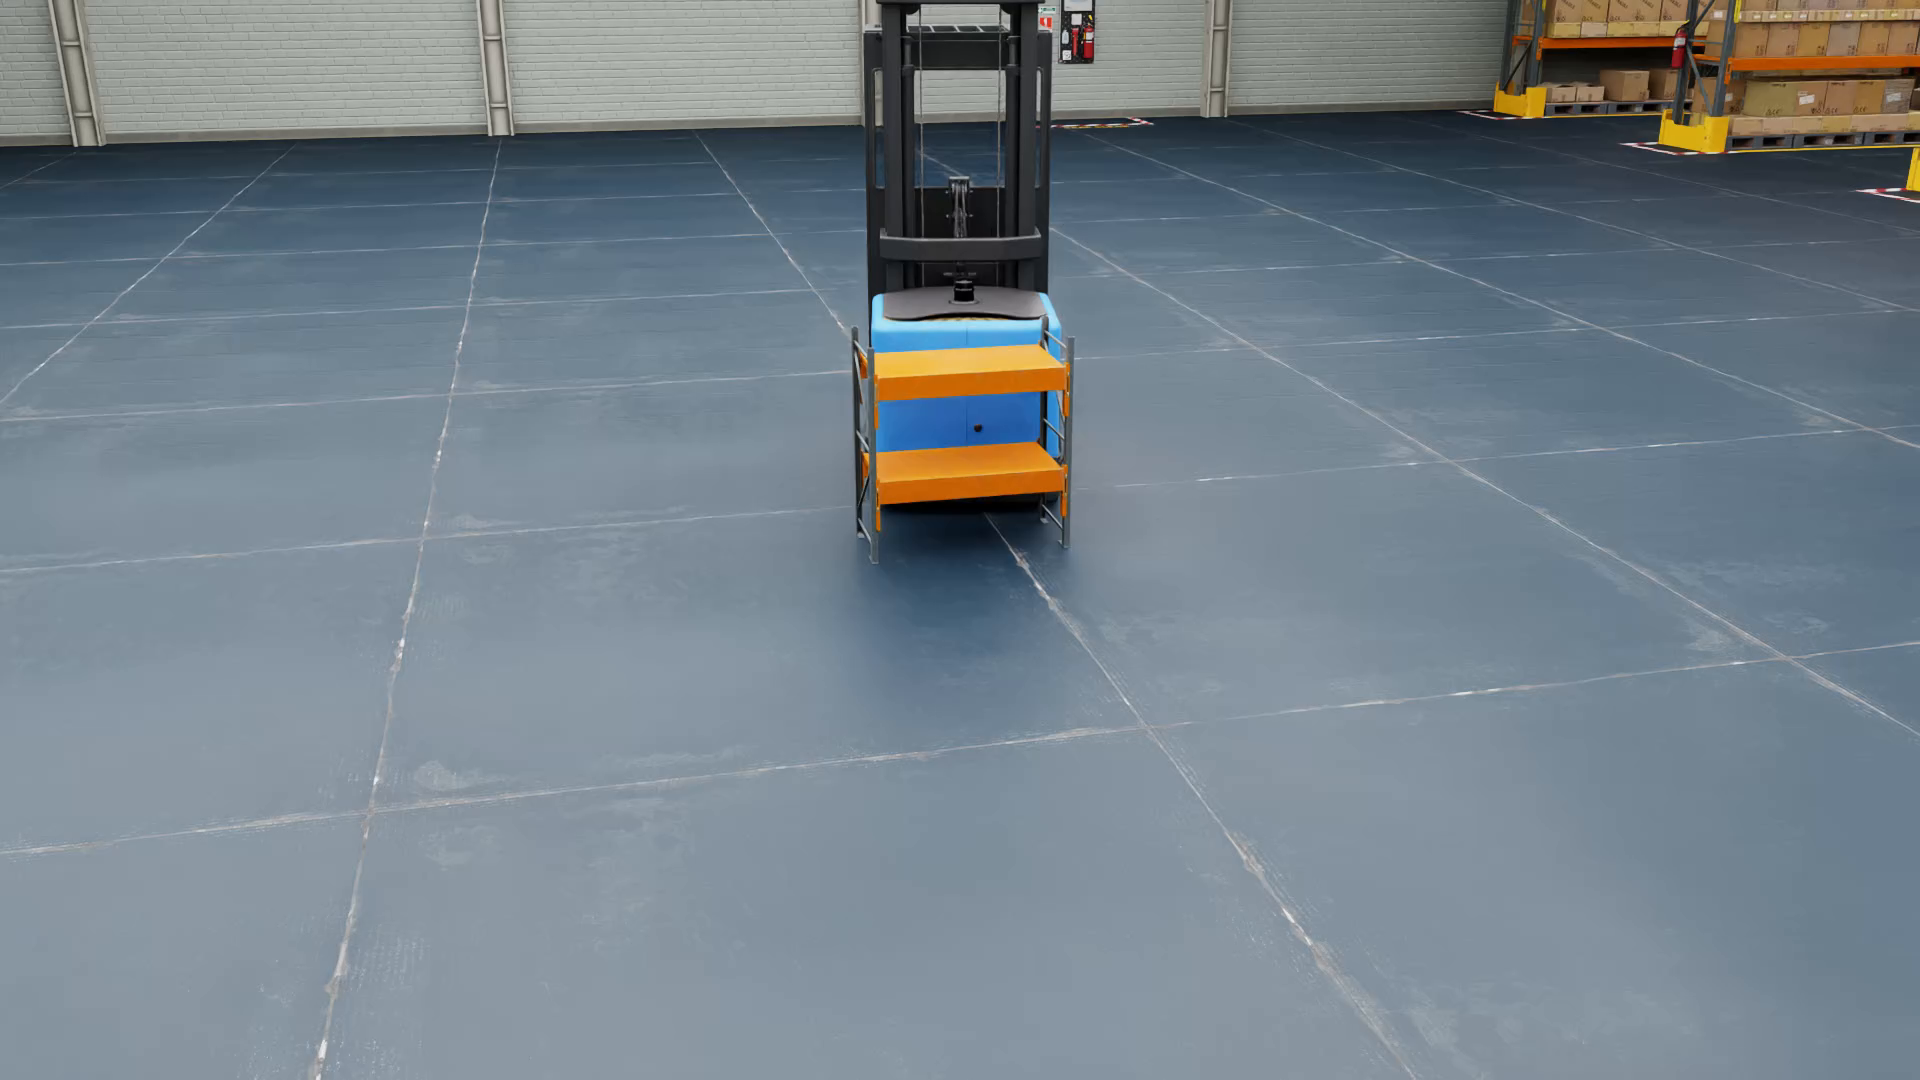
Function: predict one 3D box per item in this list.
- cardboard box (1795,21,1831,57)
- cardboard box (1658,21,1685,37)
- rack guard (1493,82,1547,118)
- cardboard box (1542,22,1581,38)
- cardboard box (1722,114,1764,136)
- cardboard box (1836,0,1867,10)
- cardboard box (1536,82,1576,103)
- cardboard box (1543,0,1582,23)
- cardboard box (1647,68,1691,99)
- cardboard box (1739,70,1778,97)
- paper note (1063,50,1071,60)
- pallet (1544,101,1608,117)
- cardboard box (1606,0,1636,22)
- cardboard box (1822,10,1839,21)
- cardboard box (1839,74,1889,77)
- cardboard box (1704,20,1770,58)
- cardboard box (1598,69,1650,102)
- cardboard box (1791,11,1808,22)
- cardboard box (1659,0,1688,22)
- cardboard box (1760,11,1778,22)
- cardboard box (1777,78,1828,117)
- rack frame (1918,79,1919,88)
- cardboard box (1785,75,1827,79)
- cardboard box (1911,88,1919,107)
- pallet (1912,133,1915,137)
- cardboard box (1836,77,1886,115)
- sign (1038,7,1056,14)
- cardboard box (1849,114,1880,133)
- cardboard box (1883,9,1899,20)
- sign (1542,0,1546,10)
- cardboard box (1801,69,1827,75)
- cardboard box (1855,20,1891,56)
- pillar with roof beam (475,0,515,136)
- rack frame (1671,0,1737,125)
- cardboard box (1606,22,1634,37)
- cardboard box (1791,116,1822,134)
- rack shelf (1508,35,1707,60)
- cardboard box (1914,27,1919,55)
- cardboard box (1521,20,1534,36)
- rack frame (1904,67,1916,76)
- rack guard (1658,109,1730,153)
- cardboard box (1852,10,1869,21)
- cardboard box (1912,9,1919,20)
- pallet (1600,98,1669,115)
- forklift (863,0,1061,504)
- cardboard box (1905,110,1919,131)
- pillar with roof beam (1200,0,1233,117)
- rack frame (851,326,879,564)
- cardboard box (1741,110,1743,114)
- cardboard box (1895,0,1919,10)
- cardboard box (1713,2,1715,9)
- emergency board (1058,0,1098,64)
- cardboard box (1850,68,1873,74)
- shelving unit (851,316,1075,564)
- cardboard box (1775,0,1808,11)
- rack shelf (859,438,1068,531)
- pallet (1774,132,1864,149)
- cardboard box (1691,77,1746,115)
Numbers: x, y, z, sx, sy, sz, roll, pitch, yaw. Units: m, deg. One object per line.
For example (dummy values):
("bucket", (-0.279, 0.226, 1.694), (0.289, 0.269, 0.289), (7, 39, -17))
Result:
("cardboard box", (12.363, -7.419, 24.560), (0.500, 0.500, 0.700), (-5, 21, -12))
("cardboard box", (12.297, -8.951, 29.079), (0.500, 0.250, 0.500), (-5, 21, -13))
("rack guard", (9.842, -7.749, 29.241), (0.348, 0.500, 1.175), (-5, 21, -12))
("cardboard box", (10.316, -8.788, 28.632), (0.500, 0.250, 0.500), (-5, 21, -14))
("cardboard box", (11.484, -6.132, 24.582), (0.500, 0.250, 0.500), (-5, 21, -12))
("cardboard box", (12.908, -8.075, 24.465), (0.500, 0.500, 0.700), (-5, 21, -12))
("cardboard box", (10.462, -7.885, 29.248), (0.500, 0.311, 0.500), (-7, 21, -19))
("cardboard box", (10.302, -9.145, 28.516), (0.500, 0.500, 0.500), (-5, 21, -12))
("cardboard box", (12.660, -8.170, 29.752), (0.500, 0.500, 0.500), (-6, 21, -17))
("cardboard box", (14.373, -8.330, 30.187), (0.500, 0.500, 0.700), (-4, 20, -11))
("paper note", (1.809, -8.199, 28.117), (0.142, 0.148, 0.016), (-5, 21, -12))
("pallet", (10.641, -7.665, 29.434), (1.213, 0.211, 1.003), (-5, 21, -12))
("cardboard box", (11.289, -9.219, 28.720), (0.500, 0.500, 0.500), (-5, 21, -14))
("cardboard box", (12.596, -7.672, 24.308), (0.250, 0.149, 0.380), (-5, 21, -13))
("cardboard box", (13.796, -6.859, 25.475), (0.500, 0.500, 0.500), (-5, 21, -12))
("cardboard box", (11.369, -7.338, 24.340), (0.500, 0.500, 0.700), (-5, 21, -12))
("cardboard box", (11.742, -8.060, 29.452), (0.500, 0.500, 0.700), (-6, 21, -16))
("cardboard box", (12.088, -7.629, 24.192), (0.250, 0.149, 0.380), (-5, 21, -13))
("cardboard box", (12.295, -9.305, 28.955), (0.500, 0.500, 0.500), (-5, 21, -14))
("cardboard box", (11.599, -7.591, 24.087), (0.250, 0.149, 0.380), (-5, 21, -14))
("cardboard box", (12.454, -6.569, 24.682), (0.500, 0.500, 0.500), (-5, 21, -12))
("rack frame", (17.553, -9.549, 30.523), (0.127, 3.000, 1.000), (-5, 21, -12))
("cardboard box", (12.821, -6.782, 25.264), (0.500, 0.500, 0.500), (-5, 21, -12))
("cardboard box", (15.132, -6.872, 25.786), (0.500, 0.311, 0.500), (-5, 21, -12))
("pallet", (15.512, -6.337, 25.807), (1.213, 0.211, 1.003), (-5, 21, -12))
("cardboard box", (13.428, -6.647, 24.896), (0.500, 0.500, 0.500), (-5, 21, -12))
("sign", (1.442, -8.857, 27.811), (0.331, 0.109, 0.001), (-5, 21, -12))
("cardboard box", (13.431, -6.290, 25.013), (0.500, 0.250, 0.500), (-5, 21, -12))
("cardboard box", (13.598, -7.753, 24.531), (0.250, 0.149, 0.380), (-5, 21, -13))
("sign", (9.893, -9.141, 28.150), (0.005, 0.325, 0.100), (-5, 21, -12))
("cardboard box", (15.370, -8.414, 30.418), (0.500, 0.500, 0.700), (-4, 21, -12))
("cardboard box", (13.373, -7.502, 24.789), (0.500, 0.500, 0.700), (-4, 21, -12))
("pillar with roof beam", (-6.276, -9.212, 20.881), (0.400, 9.000, 9.100), (-5, 21, -12))
("rack frame", (10.911, -7.258, 24.268), (0.127, 3.000, 1.000), (-5, 21, -12))
("cardboard box", (11.315, -8.872, 28.862), (0.500, 0.250, 0.500), (-5, 21, -13))
("cardboard box", (12.457, -6.213, 24.801), (0.500, 0.250, 0.500), (-5, 21, -12))
("rack shelf", (11.714, -8.737, 29.350), (4.000, 0.370, 1.077), (-5, 21, -12))
("cardboard box", (14.374, -7.585, 25.014), (0.500, 0.500, 0.700), (-5, 21, -14))
("cardboard box", (10.178, -8.957, 29.095), (0.500, 0.250, 0.500), (-4, 21, -12))
("rack frame", (14.804, -7.575, 25.133), (0.127, 3.000, 1.000), (-5, 21, -12))
("rack guard", (10.888, -6.083, 24.693), (0.348, 0.500, 1.175), (-5, 21, -12))
("cardboard box", (13.095, -7.711, 24.416), (0.250, 0.149, 0.380), (-4, 20, -11))
("cardboard box", (14.093, -7.793, 24.639), (0.250, 0.149, 0.380), (-5, 21, -14))
("pallet", (11.825, -7.761, 29.694), (1.213, 0.211, 1.003), (-5, 21, -12))
("forklift", (-0.025, -2.035, 10.108), (1.130, 2.935, 3.031), (-1, 20, -2))
("cardboard box", (14.403, -6.371, 25.234), (0.500, 0.250, 0.500), (-5, 21, -12))
("pillar with roof beam", (5.402, -10.162, 23.474), (0.400, 9.000, 9.100), (-5, 21, -12))
("rack frame", (-0.488, -0.488, 8.513), (0.032, 1.125, 0.500), (-5, 21, -12))
("cardboard box", (11.849, -6.349, 25.174), (0.500, 0.250, 0.500), (-5, 21, -12))
("cardboard box", (13.882, -8.153, 24.680), (0.500, 0.500, 0.700), (-5, 21, -13))
("cardboard box", (13.272, -9.383, 29.167), (0.500, 0.500, 0.500), (-5, 21, -13))
("emergency board", (1.997, -8.604, 27.940), (0.643, 1.169, 0.194), (-5, 21, -12))
("cardboard box", (16.336, -8.506, 30.669), (0.500, 0.500, 0.700), (-5, 21, -13))
("shelving unit", (0.007, -0.529, 8.623), (1.048, 1.125, 0.538), (-5, 21, -12))
("cardboard box", (11.931, -7.995, 24.247), (0.500, 0.500, 0.700), (-5, 21, -14))
("rack shelf", (0.007, -0.299, 8.707), (1.000, 0.278, 0.538), (-5, 21, -12))
("pallet", (12.831, -6.119, 25.212), (1.213, 0.211, 1.003), (-5, 21, -12))
("cardboard box", (11.365, -6.659, 24.928), (0.500, 0.500, 0.500), (-5, 21, -12))
